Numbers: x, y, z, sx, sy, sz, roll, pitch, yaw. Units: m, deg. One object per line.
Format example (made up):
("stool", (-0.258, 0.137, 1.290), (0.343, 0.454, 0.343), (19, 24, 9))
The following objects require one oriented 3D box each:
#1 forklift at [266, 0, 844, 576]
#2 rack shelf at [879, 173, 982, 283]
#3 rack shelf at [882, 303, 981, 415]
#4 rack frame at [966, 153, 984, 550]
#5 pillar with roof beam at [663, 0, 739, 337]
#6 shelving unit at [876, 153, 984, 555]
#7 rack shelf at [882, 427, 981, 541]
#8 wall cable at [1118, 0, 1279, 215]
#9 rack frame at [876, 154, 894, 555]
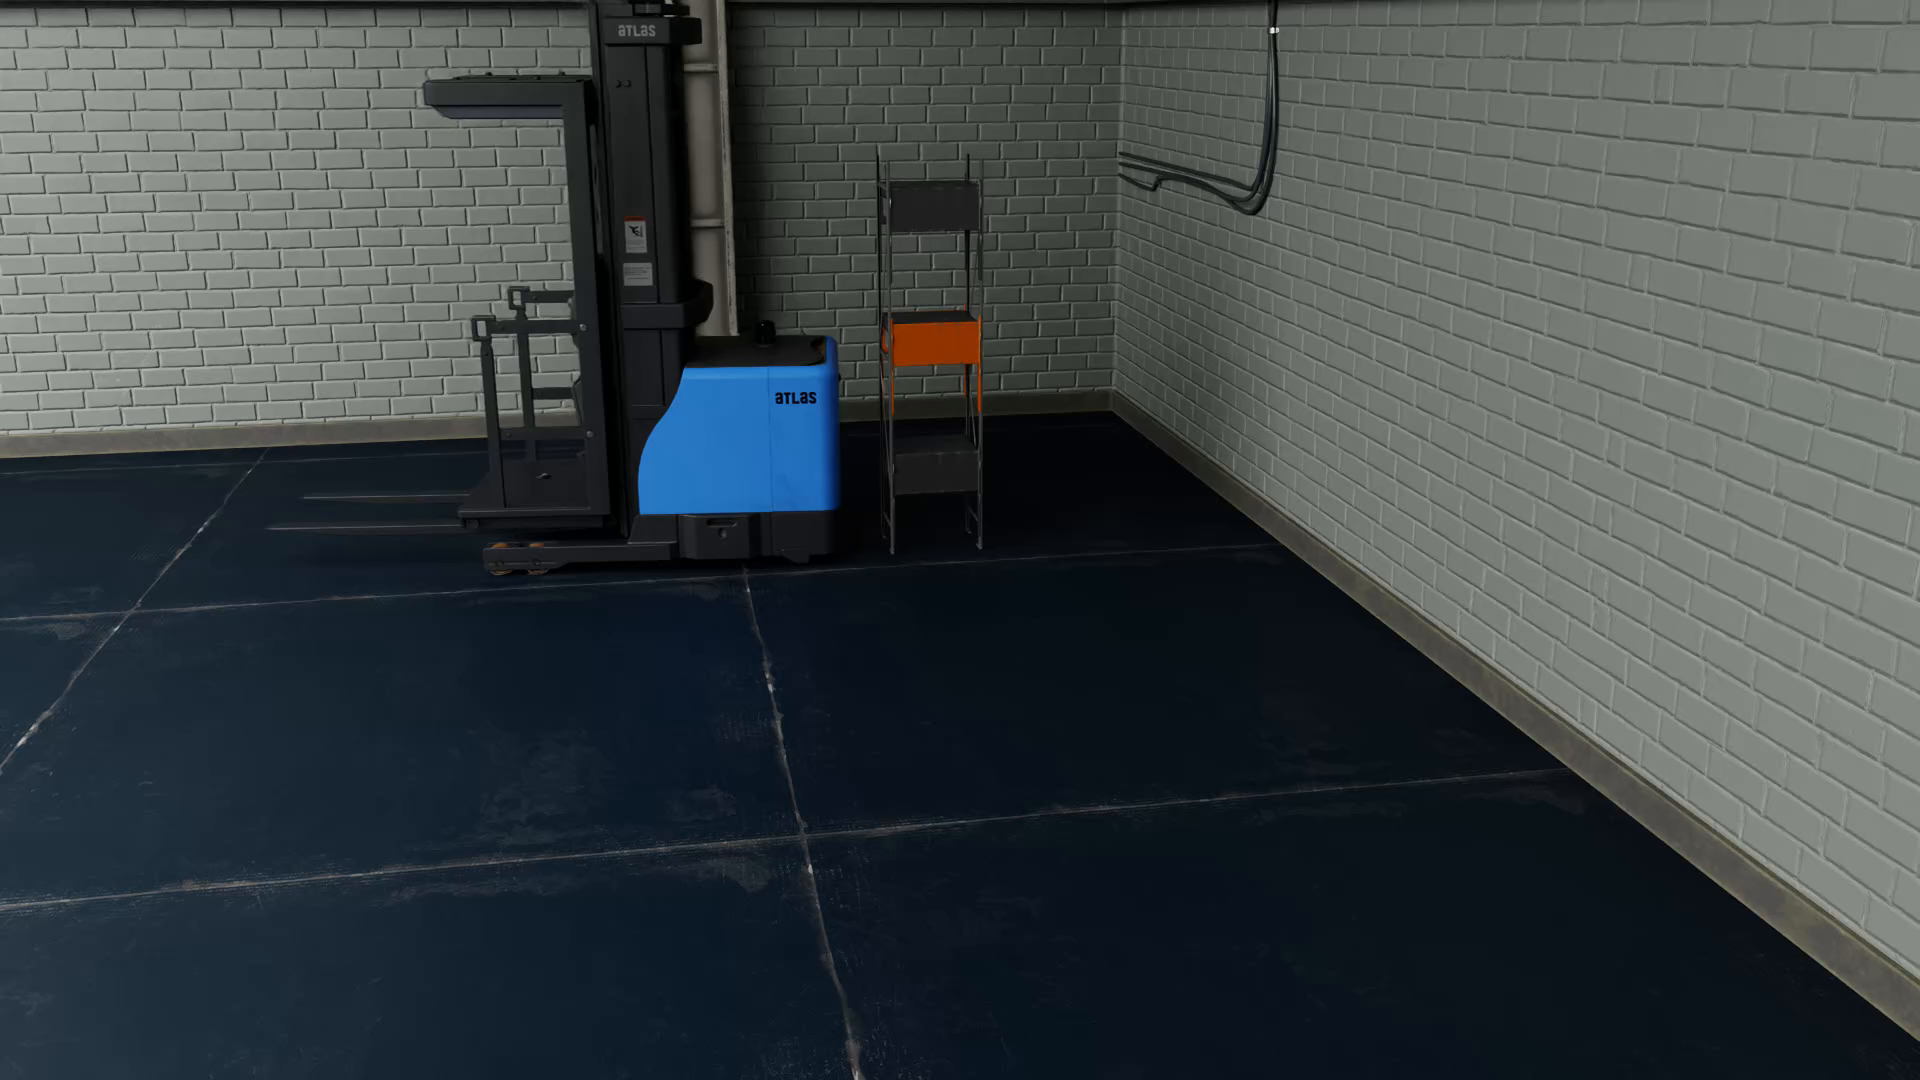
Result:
("forklift", (-2.163, -1.376, 8.800), (3.031, 2.935, 1.130), (-1, 17, -4))
("rack shelf", (-0.163, -1.651, 8.772), (0.480, 0.518, 0.431), (-3, 17, -10))
("rack shelf", (-0.163, -0.981, 8.978), (0.480, 0.518, 0.431), (-3, 17, -10))
("rack frame", (0.077, -1.008, 9.018), (0.015, 2.100, 0.400), (-3, 17, -10))
("pillar with roof beam", (-0.940, -3.832, 6.463), (0.400, 9.000, 9.100), (-3, 17, -10))
("shelving unit", (-0.163, -0.995, 8.974), (0.503, 2.100, 0.431), (-3, 17, -10))
("rack shelf", (-0.163, -0.312, 9.183), (0.480, 0.518, 0.431), (-3, 17, -10))
("wall cable", (1.387, -3.372, 10.252), (0.112, 2.526, 3.097), (-3, 17, -10))
("rack frame", (-0.402, -0.981, 8.929), (0.015, 2.100, 0.400), (-3, 17, -10))
